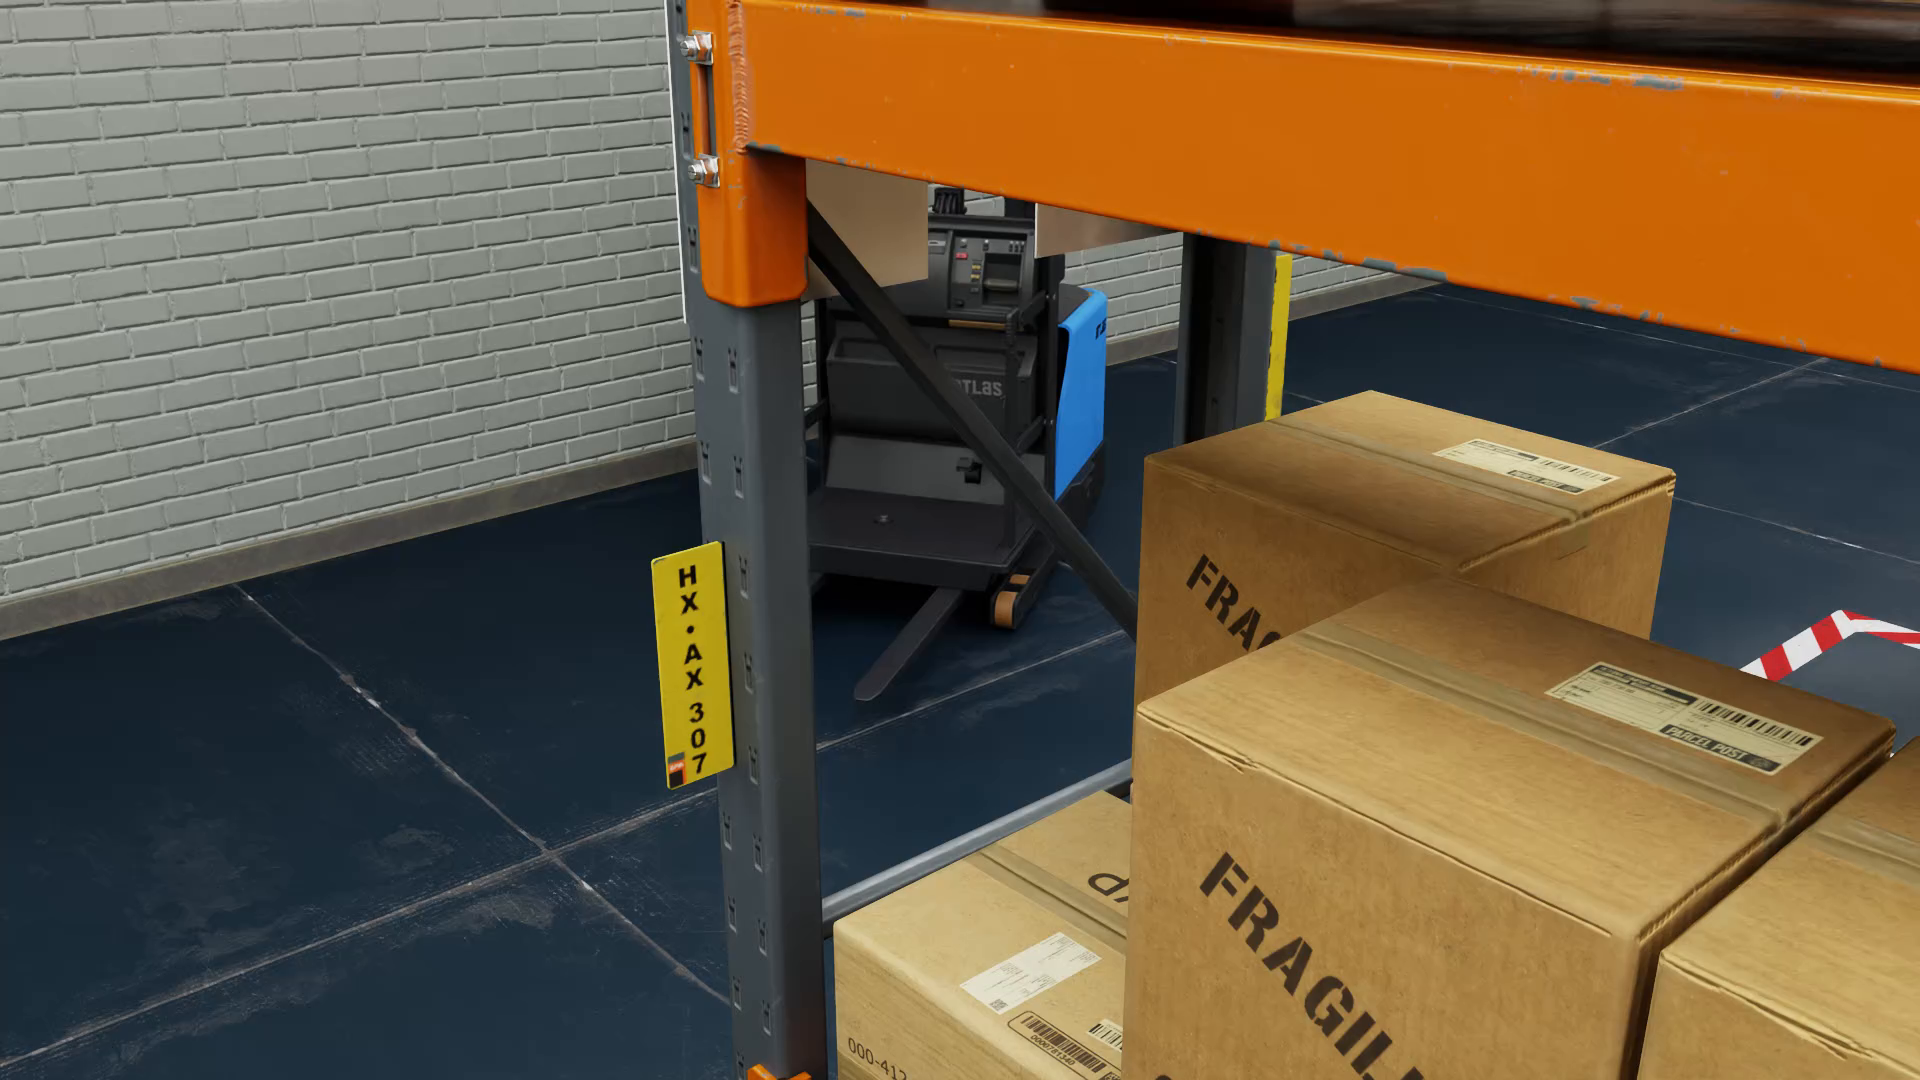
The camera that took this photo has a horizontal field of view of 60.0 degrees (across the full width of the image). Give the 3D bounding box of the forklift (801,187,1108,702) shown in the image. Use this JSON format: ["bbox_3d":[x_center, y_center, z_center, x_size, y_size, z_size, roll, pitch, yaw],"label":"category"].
[{"bbox_3d":[-0.187,-1.148,6.897,1.130,2.935,3.031,7,22,16],"label":"forklift"}]

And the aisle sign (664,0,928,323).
[{"bbox_3d":[-0.194,-0.685,2.054,0.394,0.787,0.004,-17,27,-37],"label":"aisle sign"}]

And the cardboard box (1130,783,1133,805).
[{"bbox_3d":[0.597,0.476,2.452,0.500,0.250,0.500,-18,28,-38],"label":"cardboard box"}]

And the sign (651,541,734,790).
[{"bbox_3d":[-0.345,0.165,2.154,0.100,0.325,0.005,-17,27,-37],"label":"sign"}]

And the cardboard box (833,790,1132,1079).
[{"bbox_3d":[0.189,0.603,2.130,0.500,0.250,0.500,-18,28,-39],"label":"cardboard box"}]

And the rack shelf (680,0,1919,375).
[{"bbox_3d":[1.385,-0.035,0.833,1.077,0.370,4.000,-17,27,-37],"label":"rack shelf"}]

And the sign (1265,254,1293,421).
[{"bbox_3d":[0.500,-0.300,2.725,0.100,0.325,0.005,-17,27,-37],"label":"sign"}]

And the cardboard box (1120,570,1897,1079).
[{"bbox_3d":[0.515,0.392,1.641,0.500,0.500,0.500,-18,28,-39],"label":"cardboard box"}]

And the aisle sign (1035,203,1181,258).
[{"bbox_3d":[0.260,-0.827,2.419,0.394,0.787,0.004,-17,27,-37],"label":"aisle sign"}]

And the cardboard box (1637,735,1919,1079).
[{"bbox_3d":[0.858,0.533,1.279,0.500,0.500,0.500,-18,28,-39],"label":"cardboard box"}]

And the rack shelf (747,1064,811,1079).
[{"bbox_3d":[1.385,1.362,1.380,1.077,0.370,4.000,-17,27,-37],"label":"rack shelf"}]

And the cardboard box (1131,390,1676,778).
[{"bbox_3d":[0.597,0.129,2.312,0.500,0.500,0.500,-17,27,-37],"label":"cardboard box"}]
